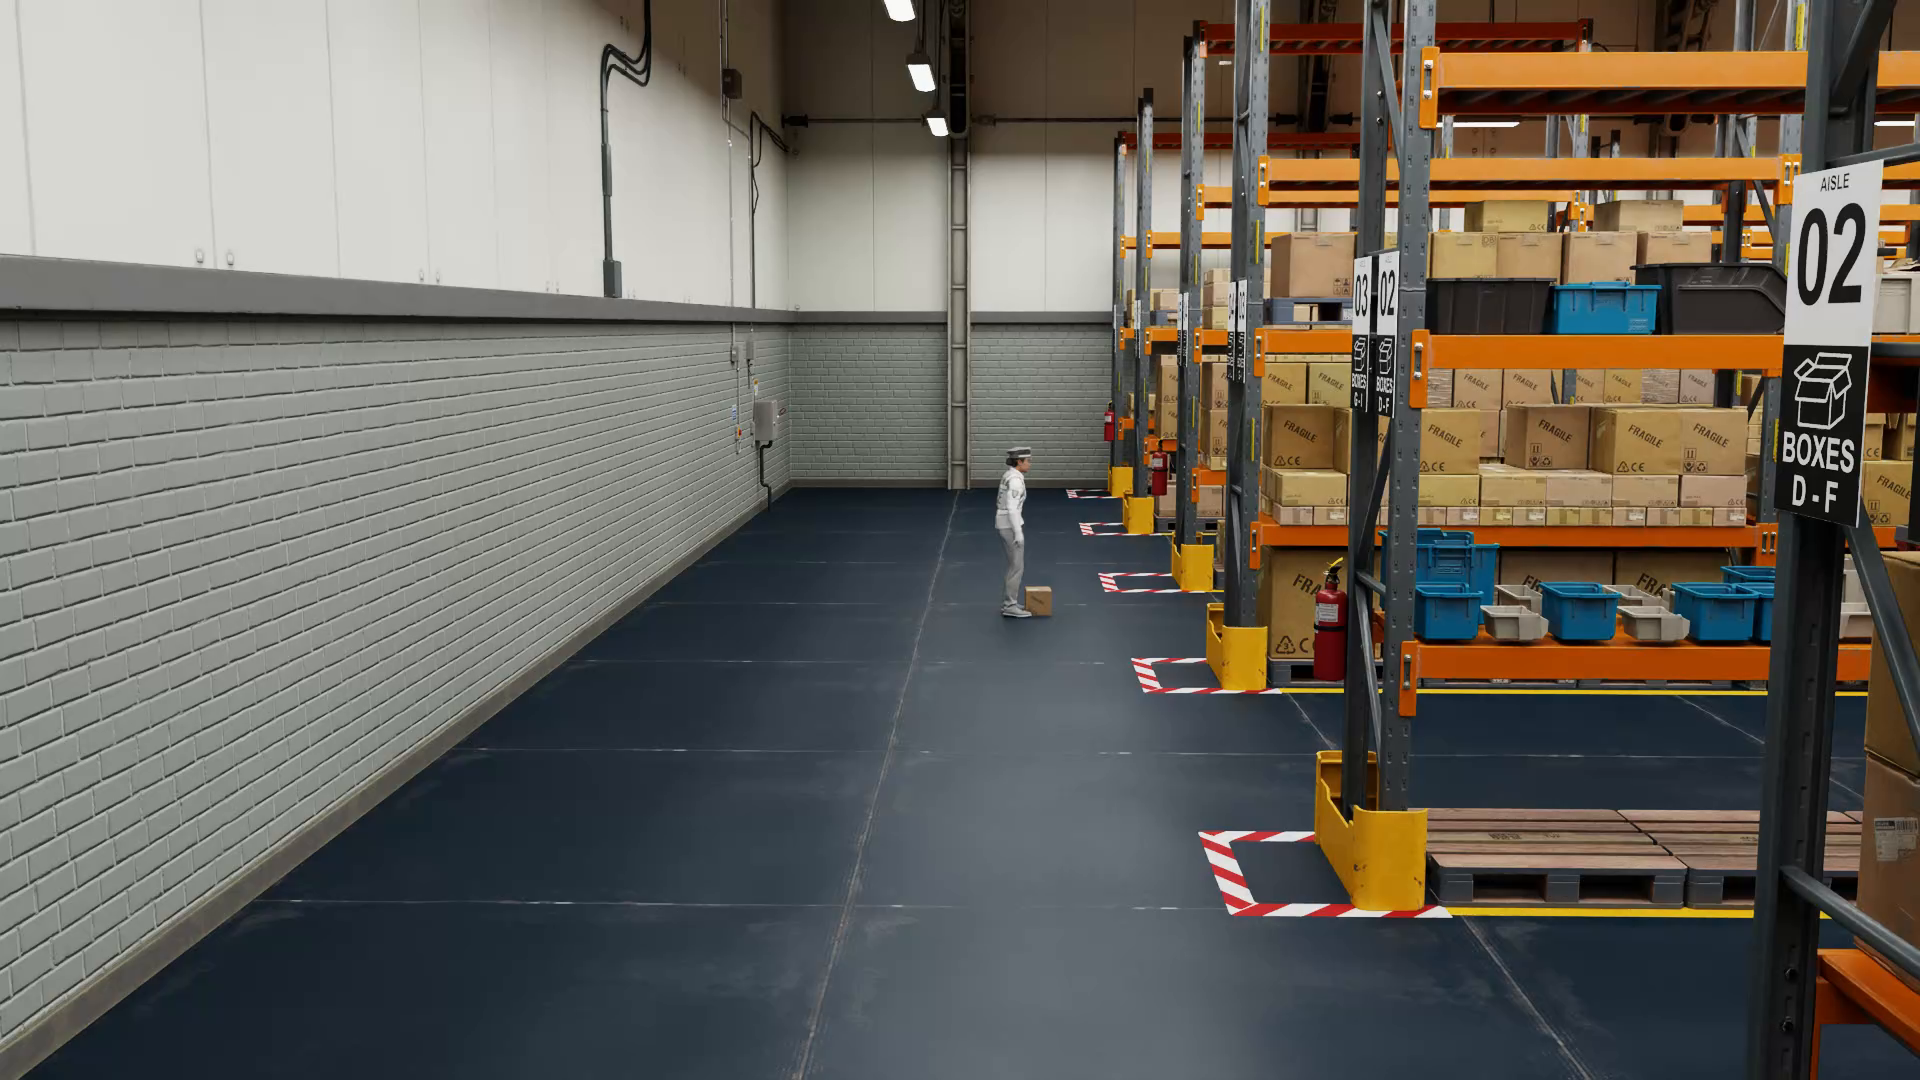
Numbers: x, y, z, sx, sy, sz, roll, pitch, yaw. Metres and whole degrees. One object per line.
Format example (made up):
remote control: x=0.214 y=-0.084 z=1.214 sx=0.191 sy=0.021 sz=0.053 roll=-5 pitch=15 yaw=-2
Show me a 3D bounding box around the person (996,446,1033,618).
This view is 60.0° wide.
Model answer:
person: x=0.539 y=-0.093 z=16.473 sx=0.370 sy=1.666 sz=0.545 roll=0 pitch=7 yaw=-1
